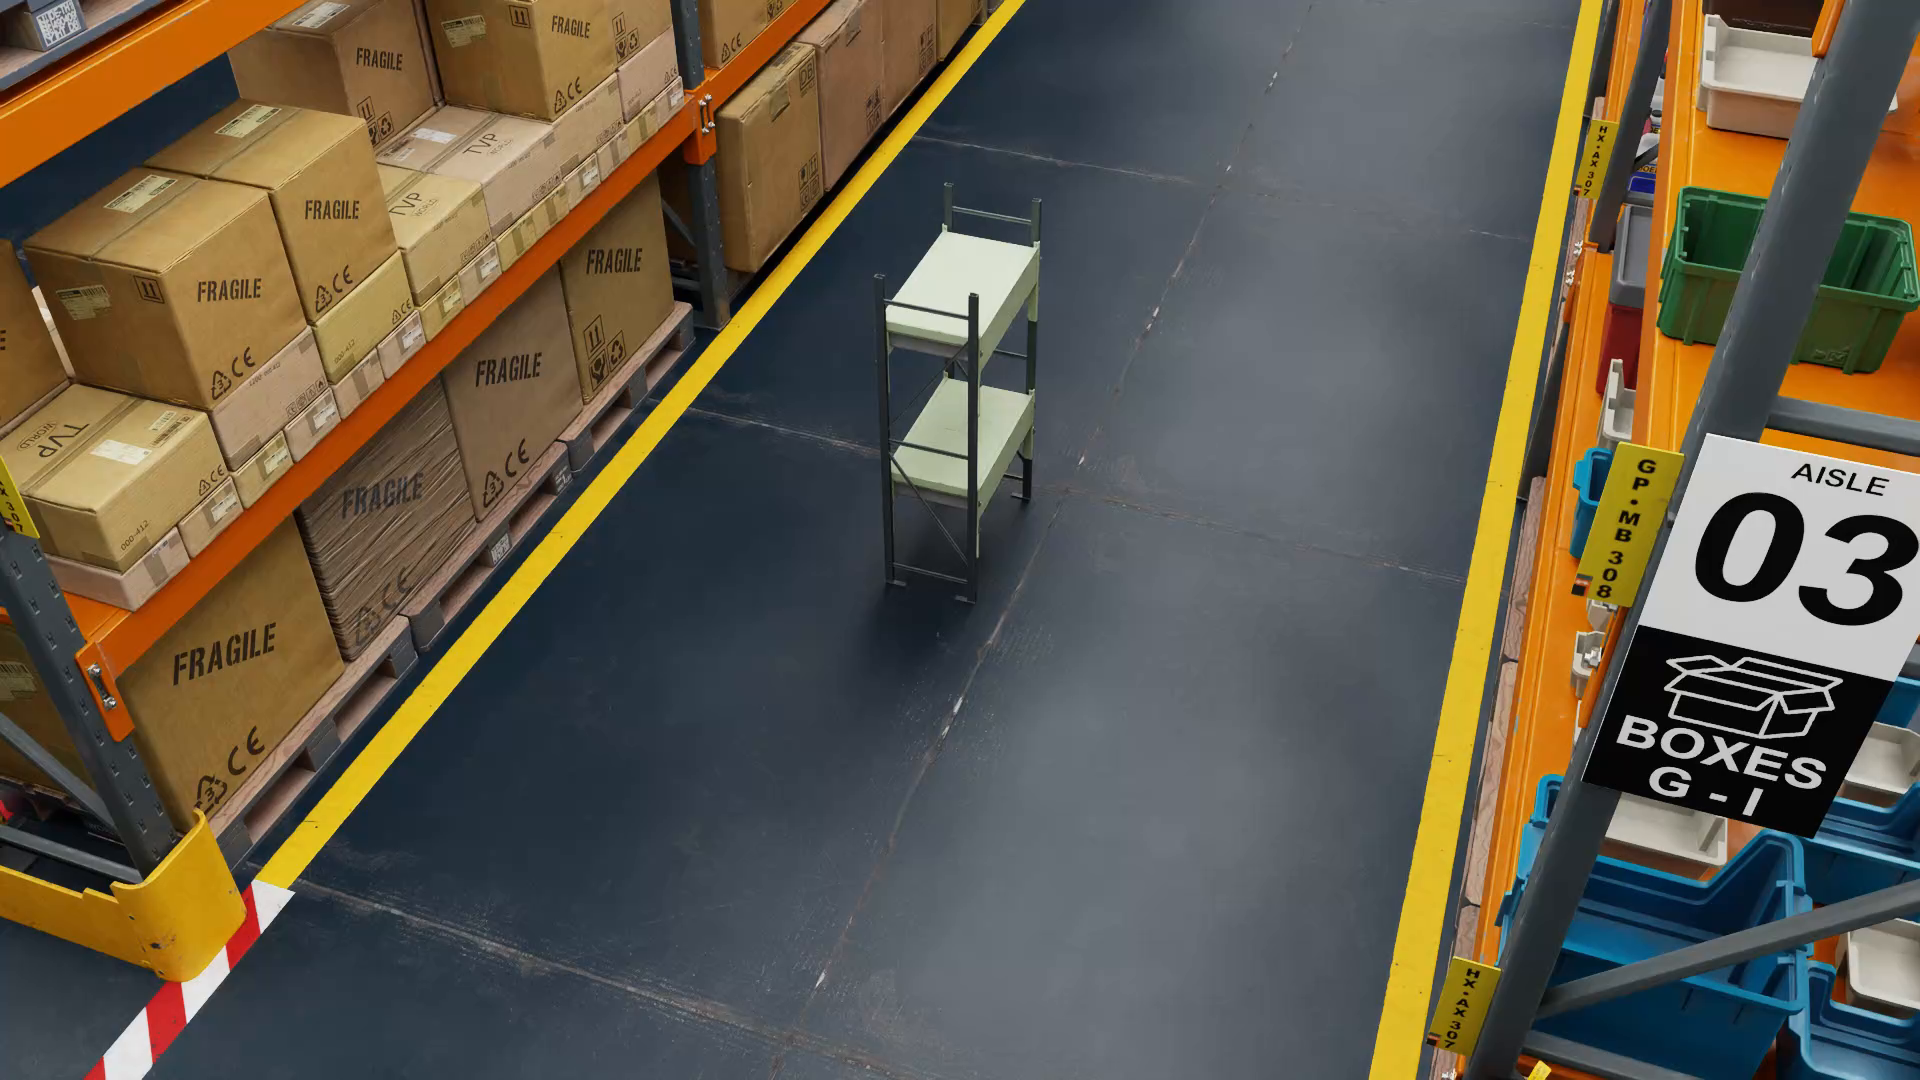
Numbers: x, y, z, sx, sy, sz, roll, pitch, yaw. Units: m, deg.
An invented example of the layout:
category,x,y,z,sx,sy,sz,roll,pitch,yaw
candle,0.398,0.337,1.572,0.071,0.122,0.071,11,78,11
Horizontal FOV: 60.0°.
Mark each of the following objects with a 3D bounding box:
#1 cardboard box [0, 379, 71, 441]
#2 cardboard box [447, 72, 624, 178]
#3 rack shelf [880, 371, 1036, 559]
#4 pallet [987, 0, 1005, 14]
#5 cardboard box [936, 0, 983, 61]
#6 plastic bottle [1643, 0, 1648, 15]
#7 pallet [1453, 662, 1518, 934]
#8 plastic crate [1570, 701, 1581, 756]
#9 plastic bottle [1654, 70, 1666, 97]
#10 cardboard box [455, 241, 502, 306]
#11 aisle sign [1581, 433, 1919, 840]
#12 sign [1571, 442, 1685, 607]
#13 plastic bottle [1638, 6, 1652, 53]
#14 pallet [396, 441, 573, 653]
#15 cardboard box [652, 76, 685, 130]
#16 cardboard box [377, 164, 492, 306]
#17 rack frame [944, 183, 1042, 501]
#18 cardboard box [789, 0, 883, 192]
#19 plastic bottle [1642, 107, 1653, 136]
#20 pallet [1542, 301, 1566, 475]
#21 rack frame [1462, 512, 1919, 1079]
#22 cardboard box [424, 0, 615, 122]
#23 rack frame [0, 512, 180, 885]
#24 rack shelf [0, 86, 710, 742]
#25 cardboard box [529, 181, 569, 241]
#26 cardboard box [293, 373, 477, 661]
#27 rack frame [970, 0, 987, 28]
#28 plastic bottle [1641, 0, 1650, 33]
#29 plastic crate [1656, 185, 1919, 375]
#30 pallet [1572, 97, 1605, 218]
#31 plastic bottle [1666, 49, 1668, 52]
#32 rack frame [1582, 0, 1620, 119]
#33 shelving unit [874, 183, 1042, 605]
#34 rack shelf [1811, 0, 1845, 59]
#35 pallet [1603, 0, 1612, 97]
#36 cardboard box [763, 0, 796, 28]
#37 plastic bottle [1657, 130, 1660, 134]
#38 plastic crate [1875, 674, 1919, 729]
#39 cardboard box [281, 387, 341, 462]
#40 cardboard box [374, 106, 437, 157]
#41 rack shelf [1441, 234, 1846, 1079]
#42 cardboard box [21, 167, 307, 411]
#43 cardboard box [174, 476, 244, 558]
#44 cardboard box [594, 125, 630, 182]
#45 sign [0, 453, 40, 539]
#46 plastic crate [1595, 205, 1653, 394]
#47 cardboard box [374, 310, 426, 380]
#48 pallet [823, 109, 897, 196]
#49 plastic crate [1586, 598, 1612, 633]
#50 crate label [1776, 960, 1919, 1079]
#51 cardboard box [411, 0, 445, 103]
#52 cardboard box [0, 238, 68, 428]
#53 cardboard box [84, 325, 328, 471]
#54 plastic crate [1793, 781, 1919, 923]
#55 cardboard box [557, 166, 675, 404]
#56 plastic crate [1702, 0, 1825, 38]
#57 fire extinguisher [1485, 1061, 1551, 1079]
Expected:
category,x,y,z,sx,sy,sz,roll,pitch,yaw
cardboard box,-3.122,-0.317,5.197,0.500,0.250,0.500,13,42,14
cardboard box,-1.750,-1.759,6.887,0.500,0.250,0.500,15,43,16
rack shelf,0.002,-0.327,6.980,0.431,0.370,0.720,13,42,15
pallet,-0.034,-4.201,12.012,1.003,0.211,1.213,13,42,15
cardboard box,-0.558,-3.721,10.614,1.225,0.875,0.875,11,42,13
plastic bottle,3.462,-2.755,8.258,0.061,0.283,0.133,13,42,15
pallet,2.353,1.018,5.895,1.003,0.211,1.213,13,42,15
plastic crate,1.837,0.559,4.440,0.396,0.136,0.243,13,42,15
plastic bottle,2.991,-1.861,7.159,0.144,0.351,0.185,13,42,15
cardboard box,-1.994,-1.053,6.367,0.380,0.149,0.250,14,42,16
aisle sign,1.316,0.183,2.722,0.394,0.787,0.004,13,42,15
sign,1.093,-0.021,2.733,0.100,0.325,0.005,13,42,15
plastic bottle,3.274,-2.420,7.865,0.061,0.283,0.133,13,42,15
pallet,-2.420,-0.092,7.196,1.003,0.211,1.213,13,42,15
cardboard box,-1.467,-1.992,7.467,0.380,0.149,0.250,14,42,15
cardboard box,-2.100,-1.139,6.160,0.500,0.250,0.500,12,42,14
rack frame,0.127,-0.798,7.030,0.400,1.500,0.023,13,42,15
cardboard box,-1.166,-2.638,9.344,1.225,0.875,0.875,12,42,14
plastic bottle,2.851,-1.666,6.981,0.061,0.283,0.133,13,42,15
pallet,3.287,-0.647,7.846,1.003,0.211,1.213,13,42,15
rack frame,1.616,1.193,3.541,1.000,3.000,0.127,13,42,15
cardboard box,-1.752,-2.043,6.642,0.500,0.500,0.500,14,42,16
rack frame,-3.038,0.094,4.829,1.000,3.000,0.127,13,42,15
rack shelf,-2.355,-0.853,6.493,1.077,0.370,4.000,13,42,15
cardboard box,-1.819,-1.364,6.731,0.380,0.149,0.250,14,42,16
cardboard box,-2.584,-0.221,6.512,0.875,0.875,0.875,13,42,15
rack frame,-0.303,-4.786,10.548,1.000,3.000,0.127,13,42,15
plastic bottle,3.426,-2.601,8.084,0.152,0.276,0.135,13,42,15
plastic crate,1.685,-0.533,3.415,0.450,0.188,0.336,13,42,15
pallet,4.121,-2.136,9.591,1.003,0.211,1.213,13,42,15
plastic bottle,3.112,-2.042,7.428,0.152,0.276,0.135,13,42,15
rack frame,4.352,-3.687,9.260,1.000,3.000,0.127,13,42,15
shelving unit,0.002,-0.575,6.768,0.431,1.500,0.755,13,42,15
rack shelf,2.300,-1.883,3.387,1.077,0.370,4.000,13,42,15
pallet,4.653,-3.090,10.709,1.003,0.211,1.213,13,42,15
cardboard box,-1.107,-2.916,8.280,0.500,0.500,0.500,13,42,15
plastic bottle,2.931,-1.628,7.000,0.097,0.201,0.097,0,40,0
plastic crate,2.460,0.353,4.608,0.416,0.233,0.300,13,42,15
cardboard box,-2.345,-0.427,5.632,0.380,0.149,0.250,13,42,14
cardboard box,-2.424,-1.554,6.647,0.500,0.250,0.500,14,43,16
rack shelf,2.300,0.247,5.204,1.077,0.370,4.000,13,42,15
cardboard box,-2.450,-0.786,5.168,0.500,0.500,0.500,12,42,14
cardboard box,-2.521,-0.111,5.263,0.380,0.149,0.250,13,42,14
cardboard box,-1.643,-1.678,7.100,0.380,0.149,0.250,13,42,14
sign,-2.519,-0.139,4.374,0.100,0.325,0.005,13,42,15
plastic crate,2.443,-0.805,5.787,0.402,0.464,0.583,13,42,15
cardboard box,-2.170,-0.739,5.999,0.380,0.149,0.250,13,42,15
pallet,-1.062,-2.519,10.040,1.003,0.211,1.213,13,42,15
plastic crate,1.993,0.199,4.862,0.298,0.136,0.250,13,42,15
crate label,2.010,1.156,3.667,0.416,0.233,0.303,13,42,15
cardboard box,-2.250,-2.154,6.772,0.500,0.500,0.500,13,42,15
cardboard box,-3.119,-0.603,4.955,0.500,0.500,0.500,14,42,16
cardboard box,-2.449,-0.514,5.428,0.500,0.250,0.500,13,42,15
plastic crate,2.235,0.755,4.137,0.416,0.233,0.300,13,42,15
cardboard box,-1.971,-1.313,7.791,0.875,0.875,0.875,13,42,15
plastic crate,2.301,-1.641,4.653,0.497,0.269,0.590,13,42,15
fire extinguisher,1.137,1.355,3.697,0.296,0.674,0.183,13,42,15
